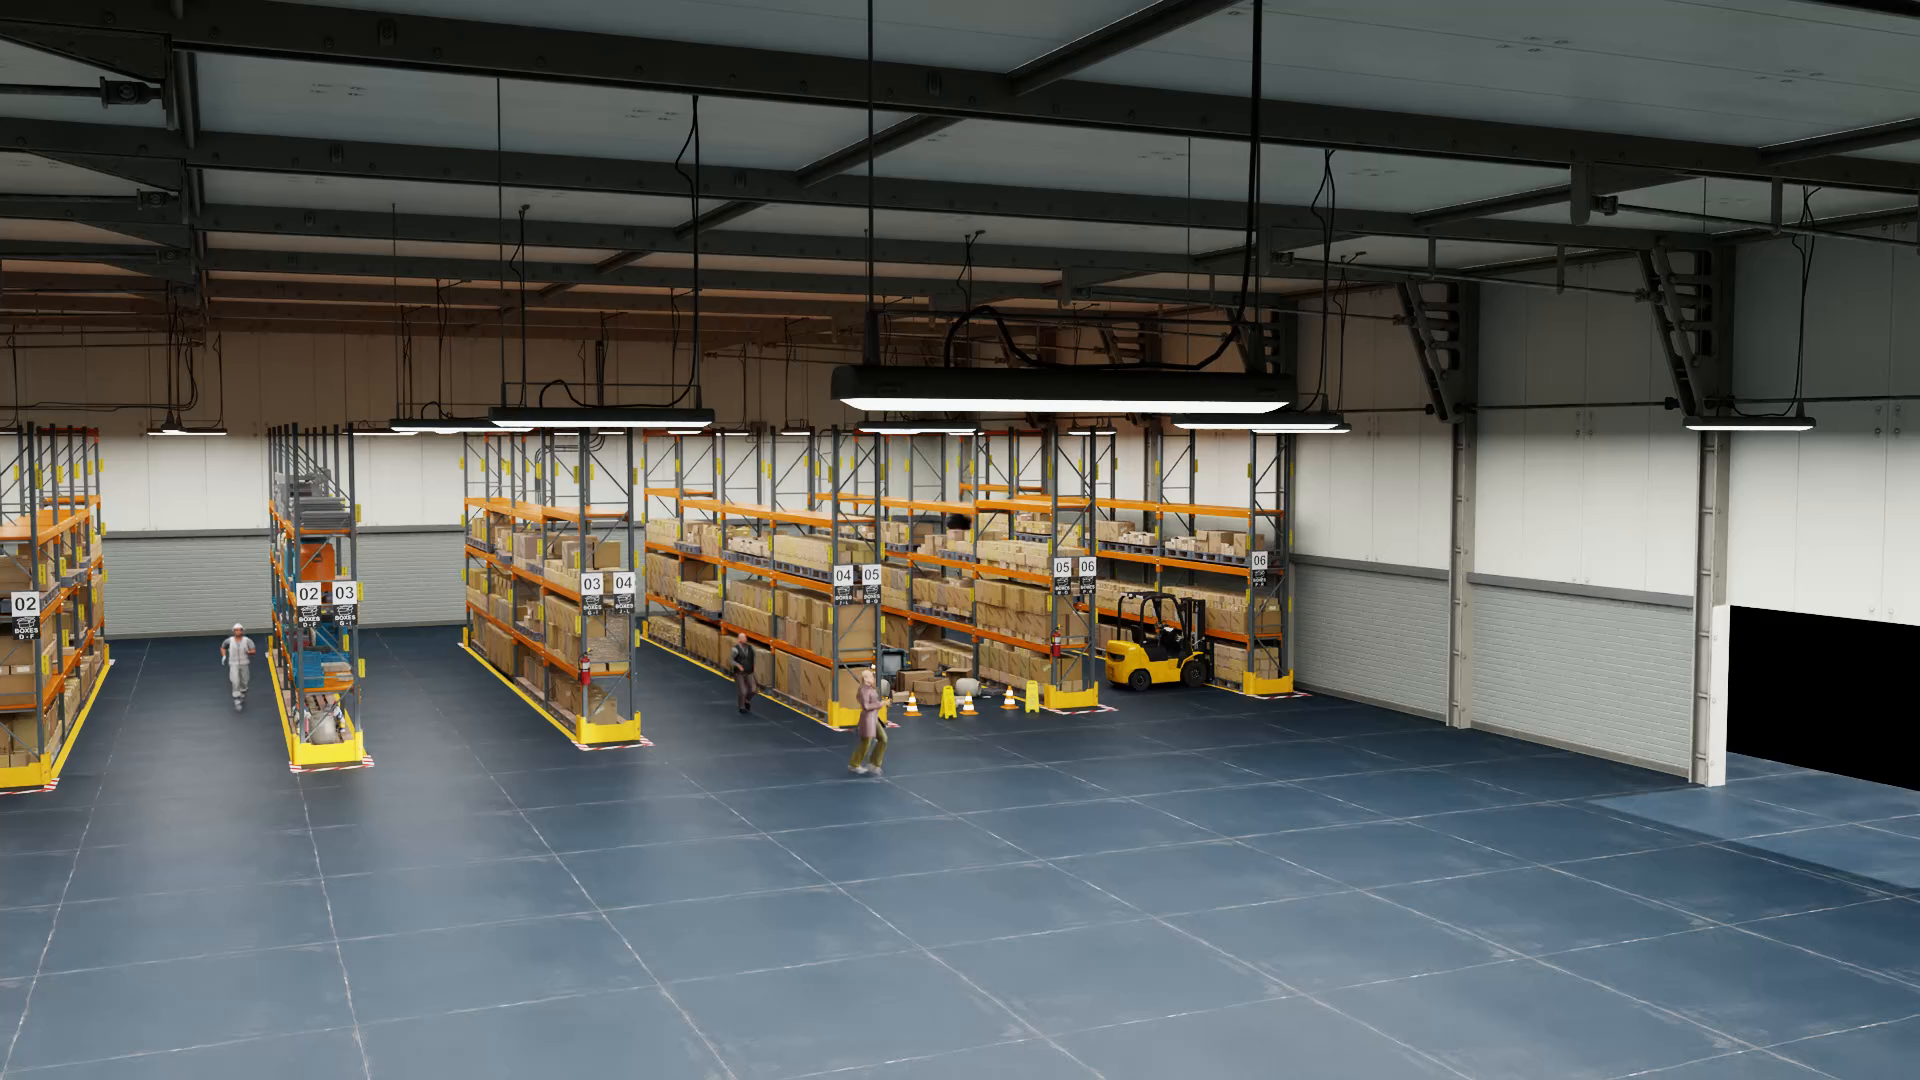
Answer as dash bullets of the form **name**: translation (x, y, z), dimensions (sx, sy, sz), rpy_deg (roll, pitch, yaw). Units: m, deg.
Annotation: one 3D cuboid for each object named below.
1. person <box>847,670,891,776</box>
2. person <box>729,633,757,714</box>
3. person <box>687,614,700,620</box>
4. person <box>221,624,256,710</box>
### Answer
- **person**: translation (-1.529, 3.119, 28.193), dimensions (0.785, 1.834, 0.688), rpy_deg (1, 4, 12)
- **person**: translation (-4.450, 2.769, 34.456), dimensions (0.635, 1.676, 0.563), rpy_deg (-2, 4, -29)
- **person**: translation (-7.909, 1.819, 49.748), dimensions (0.820, 1.844, 0.666), rpy_deg (-1, 4, -16)
- **person**: translation (-15.224, 2.652, 35.114), dimensions (0.659, 1.773, 1.003), rpy_deg (-2, 4, -29)
